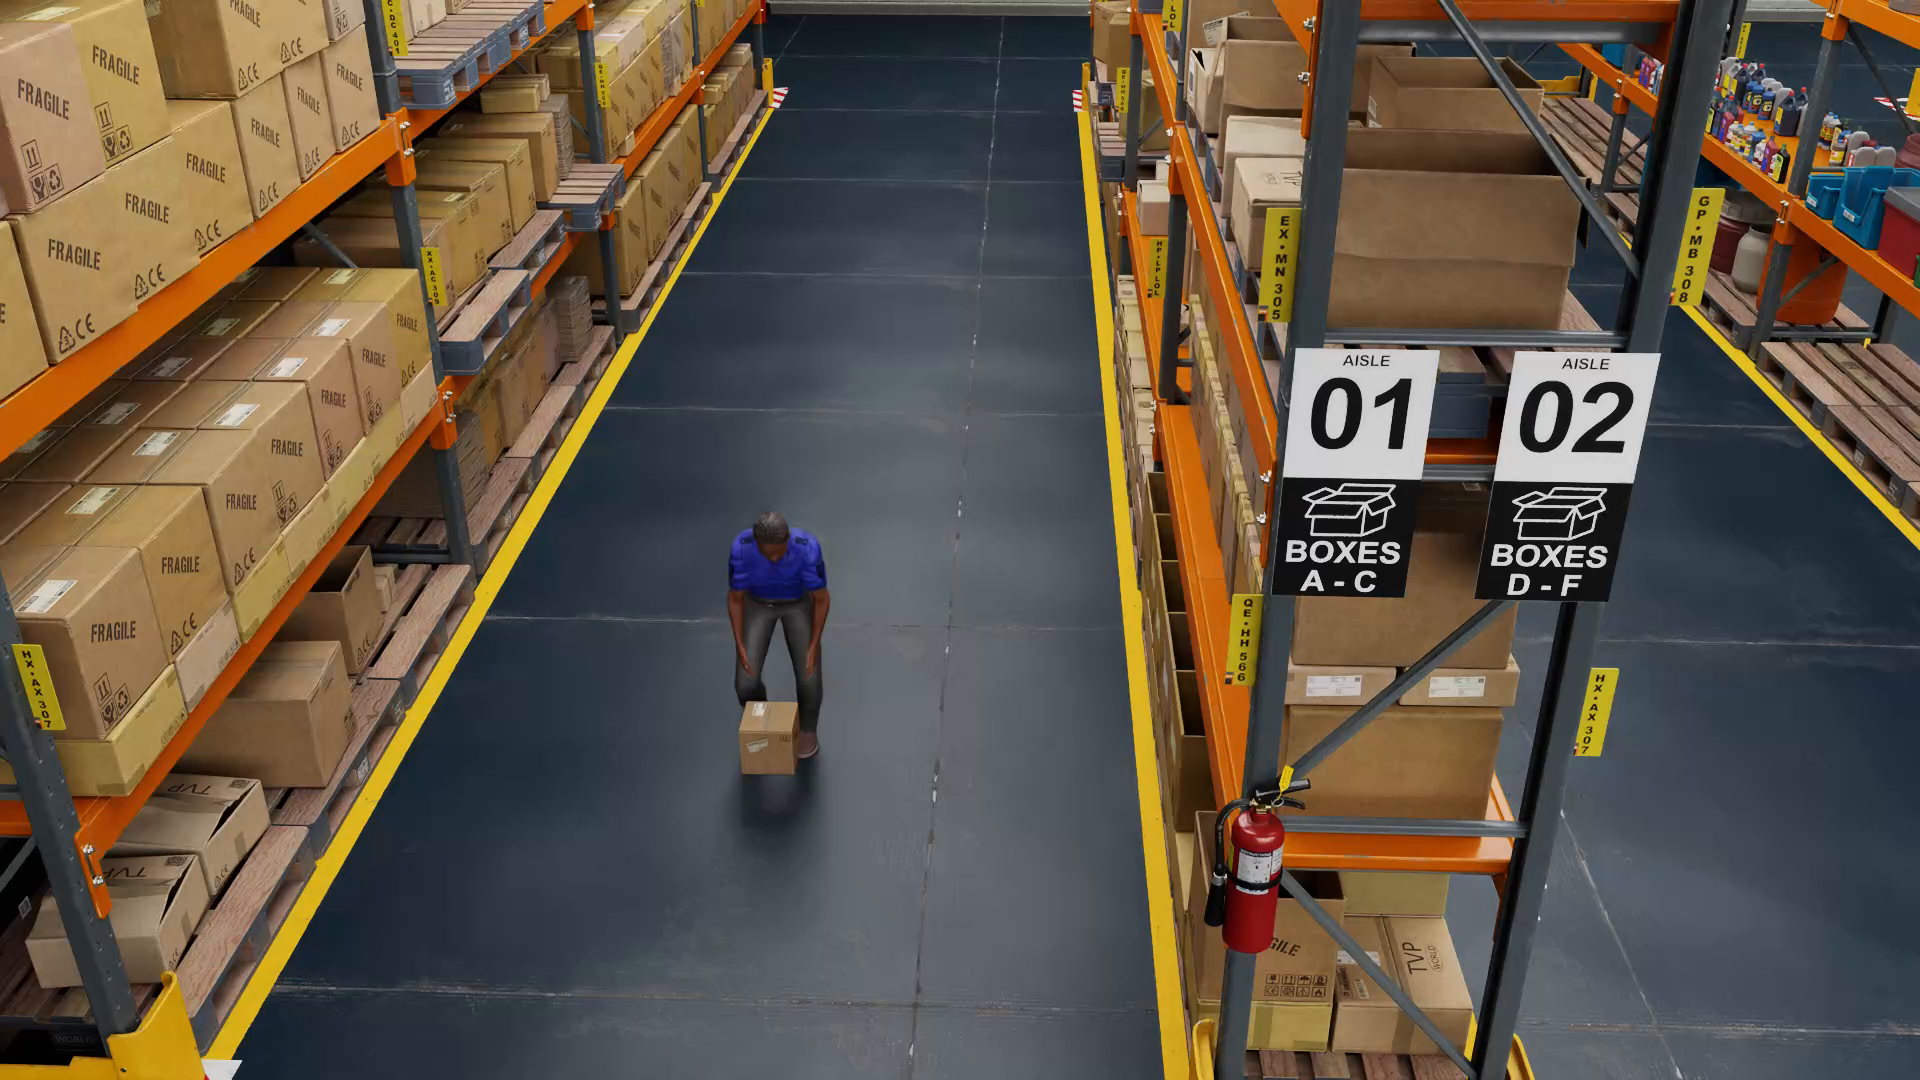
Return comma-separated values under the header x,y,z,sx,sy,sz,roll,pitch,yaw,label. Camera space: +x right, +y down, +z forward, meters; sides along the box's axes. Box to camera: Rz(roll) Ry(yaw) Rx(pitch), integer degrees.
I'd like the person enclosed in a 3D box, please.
x,y,z,sx,sy,sz,roll,pitch,yaw,label
-0.868,0.438,8.078,0.494,1.415,0.499,1,28,2,person
